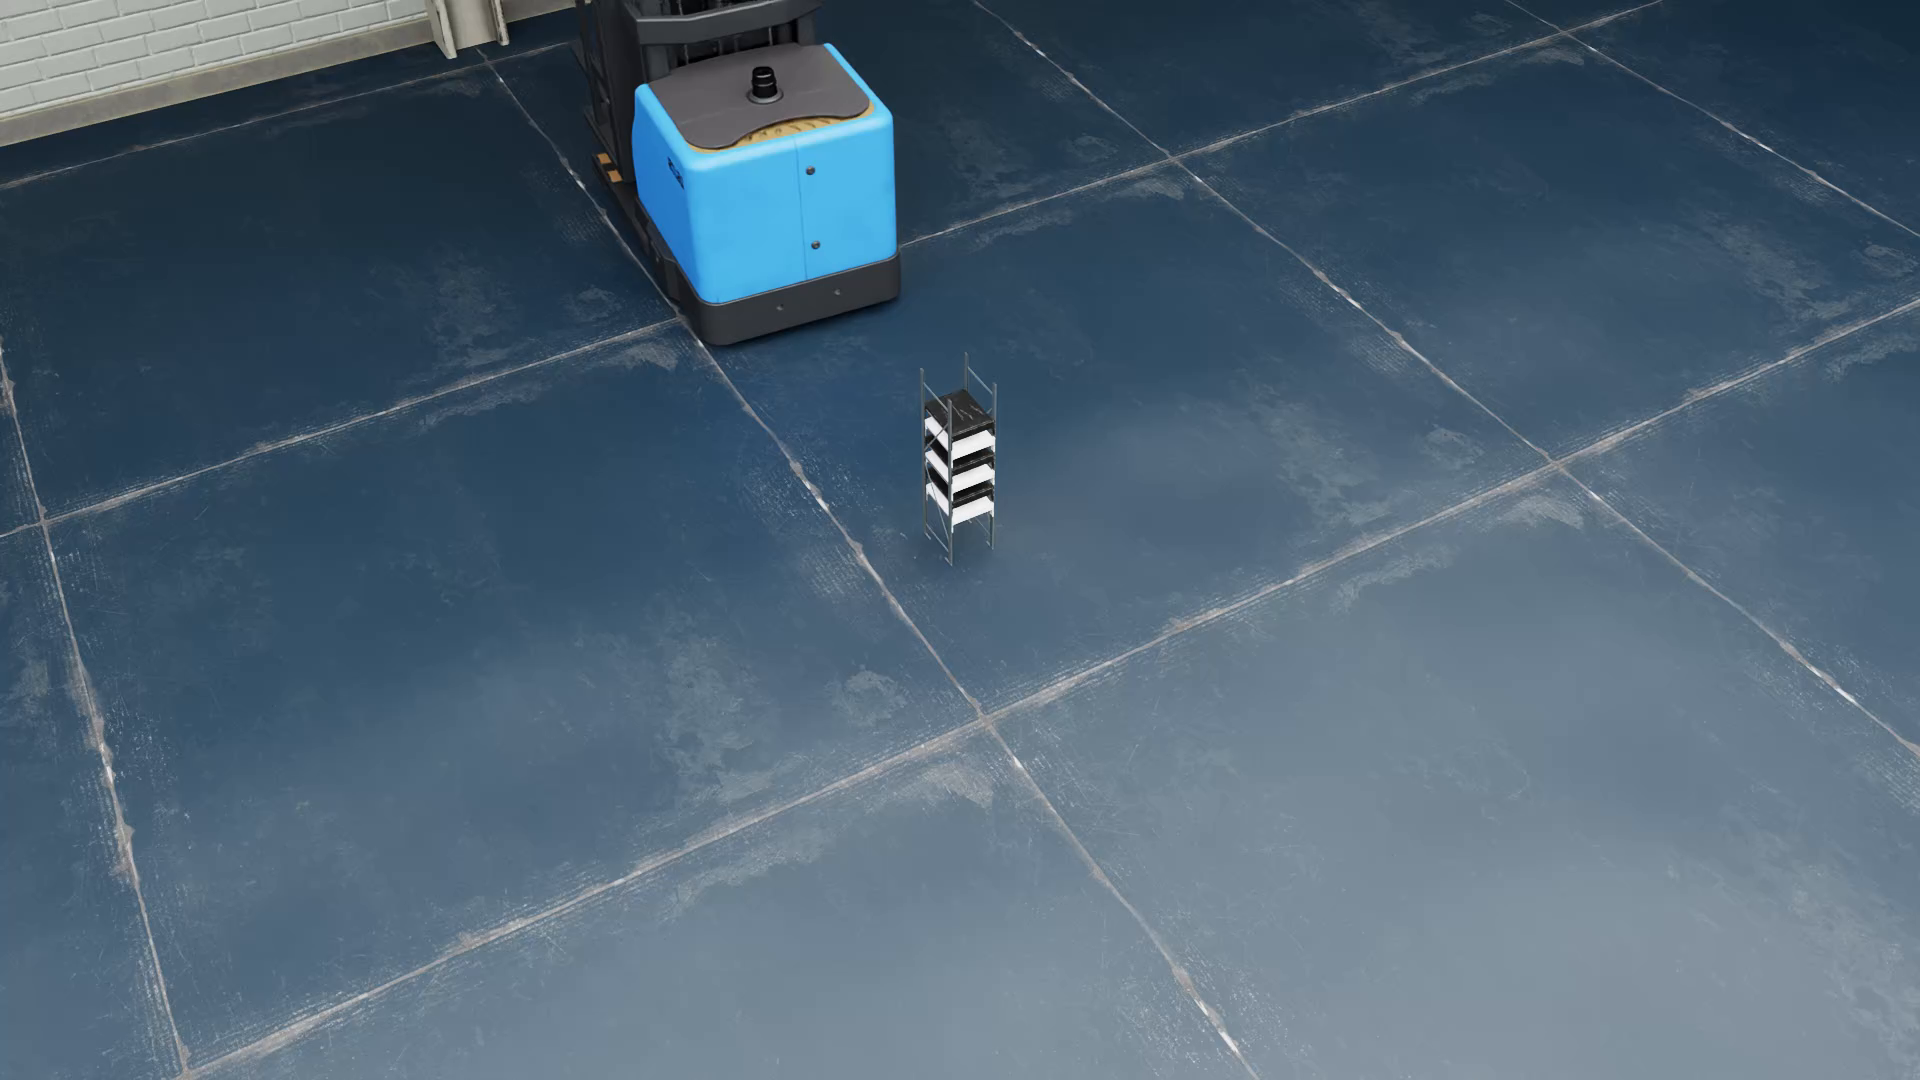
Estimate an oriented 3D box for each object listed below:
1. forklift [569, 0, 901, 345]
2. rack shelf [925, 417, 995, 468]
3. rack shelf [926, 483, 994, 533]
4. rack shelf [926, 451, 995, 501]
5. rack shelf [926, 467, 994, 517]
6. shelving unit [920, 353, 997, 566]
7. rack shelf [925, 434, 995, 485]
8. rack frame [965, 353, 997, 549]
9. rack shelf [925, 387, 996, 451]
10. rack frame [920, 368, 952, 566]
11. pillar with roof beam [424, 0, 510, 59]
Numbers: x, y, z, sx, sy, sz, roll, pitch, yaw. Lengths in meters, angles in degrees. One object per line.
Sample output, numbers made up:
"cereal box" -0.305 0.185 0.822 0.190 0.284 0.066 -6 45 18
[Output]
"forklift" -1.383 -3.027 8.194 1.130 2.935 3.031 -18 47 -18
"rack shelf" -0.007 -0.425 6.761 0.200 0.077 0.258 -22 48 -21
"rack shelf" -0.007 -0.167 7.012 0.200 0.077 0.258 -22 48 -21
"rack shelf" -0.007 -0.296 6.886 0.200 0.077 0.258 -22 48 -21
"rack shelf" -0.007 -0.232 6.949 0.200 0.077 0.258 -22 48 -21
"shelving unit" -0.007 -0.320 6.863 0.210 0.900 0.258 -22 48 -21
"rack shelf" -0.007 -0.361 6.824 0.200 0.077 0.258 -22 48 -21
"rack frame" 0.081 -0.355 6.899 0.006 0.900 0.240 -22 48 -21
"rack shelf" -0.007 -0.490 6.698 0.200 0.077 0.258 -22 48 -21
"rack frame" -0.095 -0.285 6.827 0.006 0.900 0.240 -22 48 -21
"pillar with roof beam" -0.908 -3.749 4.581 0.400 9.000 9.100 -22 48 -21
